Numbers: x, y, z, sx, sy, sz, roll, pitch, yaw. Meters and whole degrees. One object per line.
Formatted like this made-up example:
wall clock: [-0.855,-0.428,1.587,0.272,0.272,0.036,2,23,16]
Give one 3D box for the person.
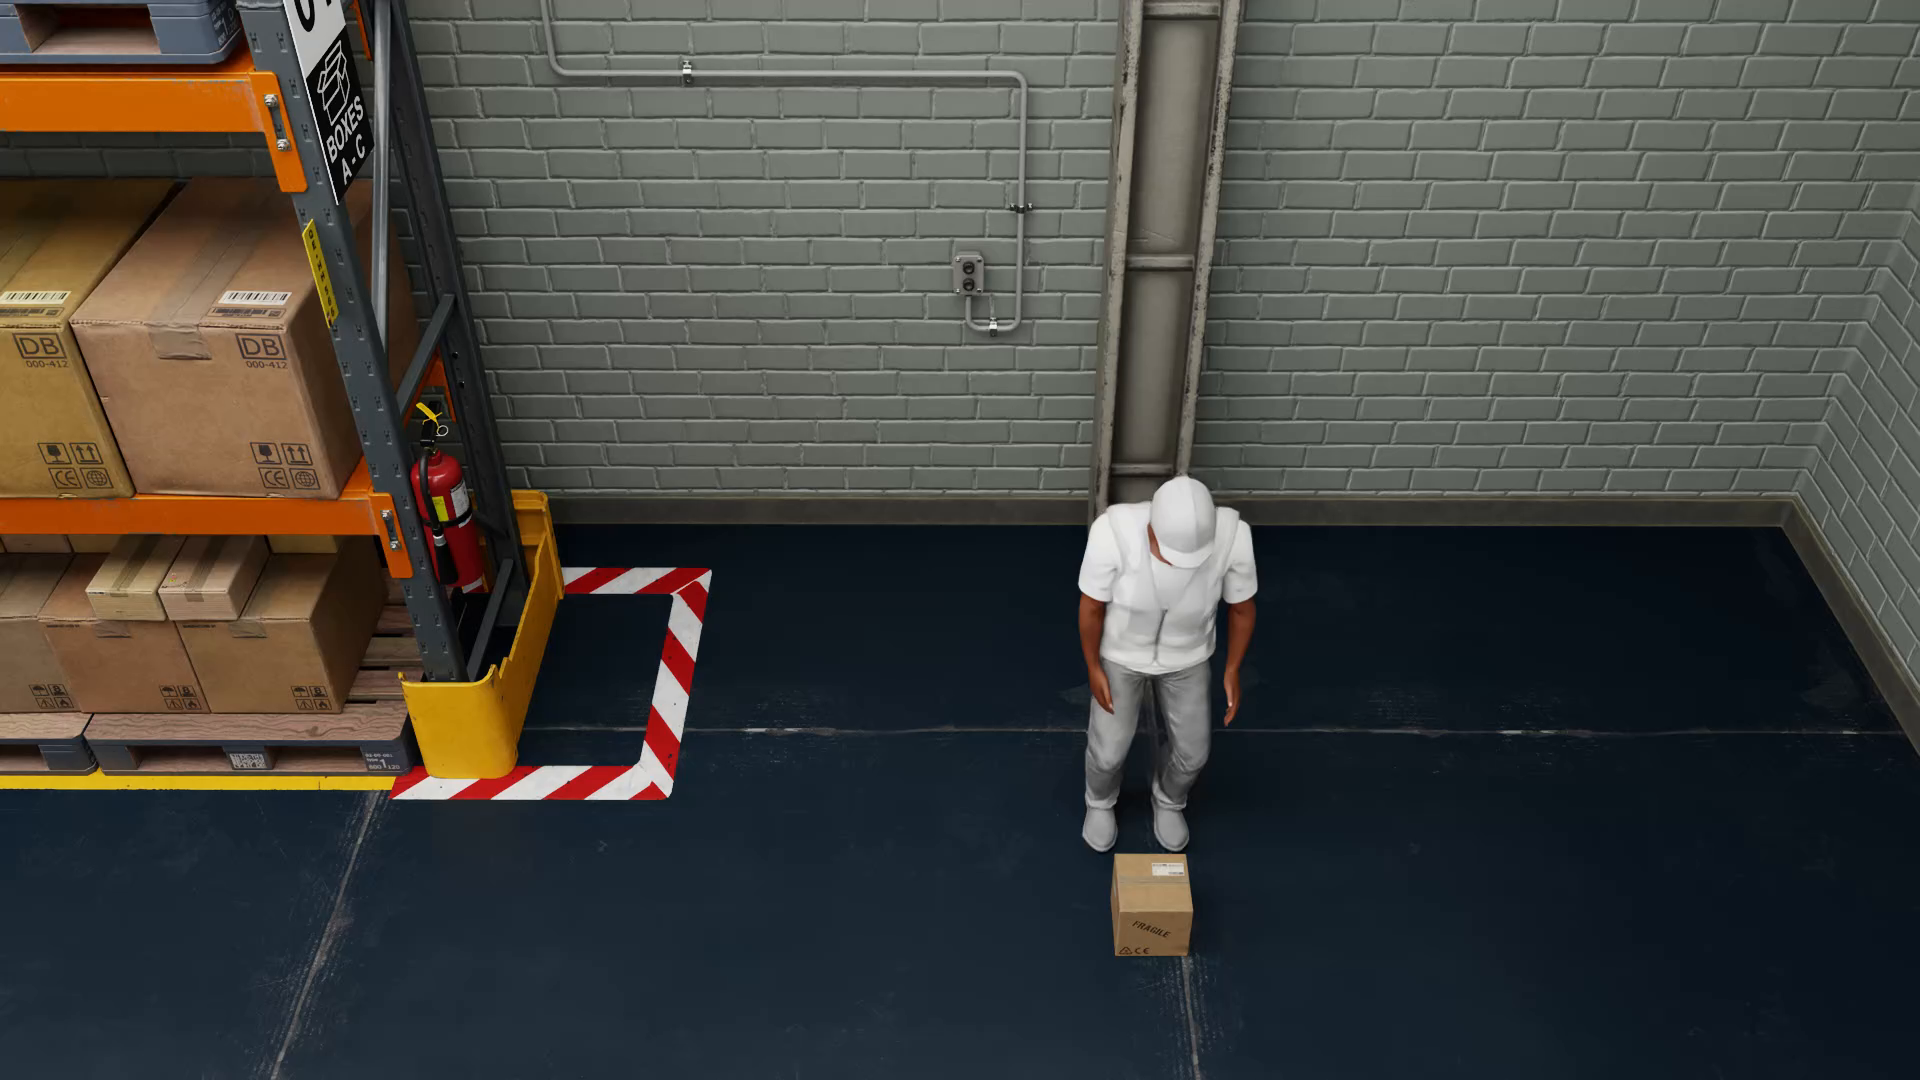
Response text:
person: [0.690,0.145,5.468,0.599,0.998,0.491,1,39,1]
